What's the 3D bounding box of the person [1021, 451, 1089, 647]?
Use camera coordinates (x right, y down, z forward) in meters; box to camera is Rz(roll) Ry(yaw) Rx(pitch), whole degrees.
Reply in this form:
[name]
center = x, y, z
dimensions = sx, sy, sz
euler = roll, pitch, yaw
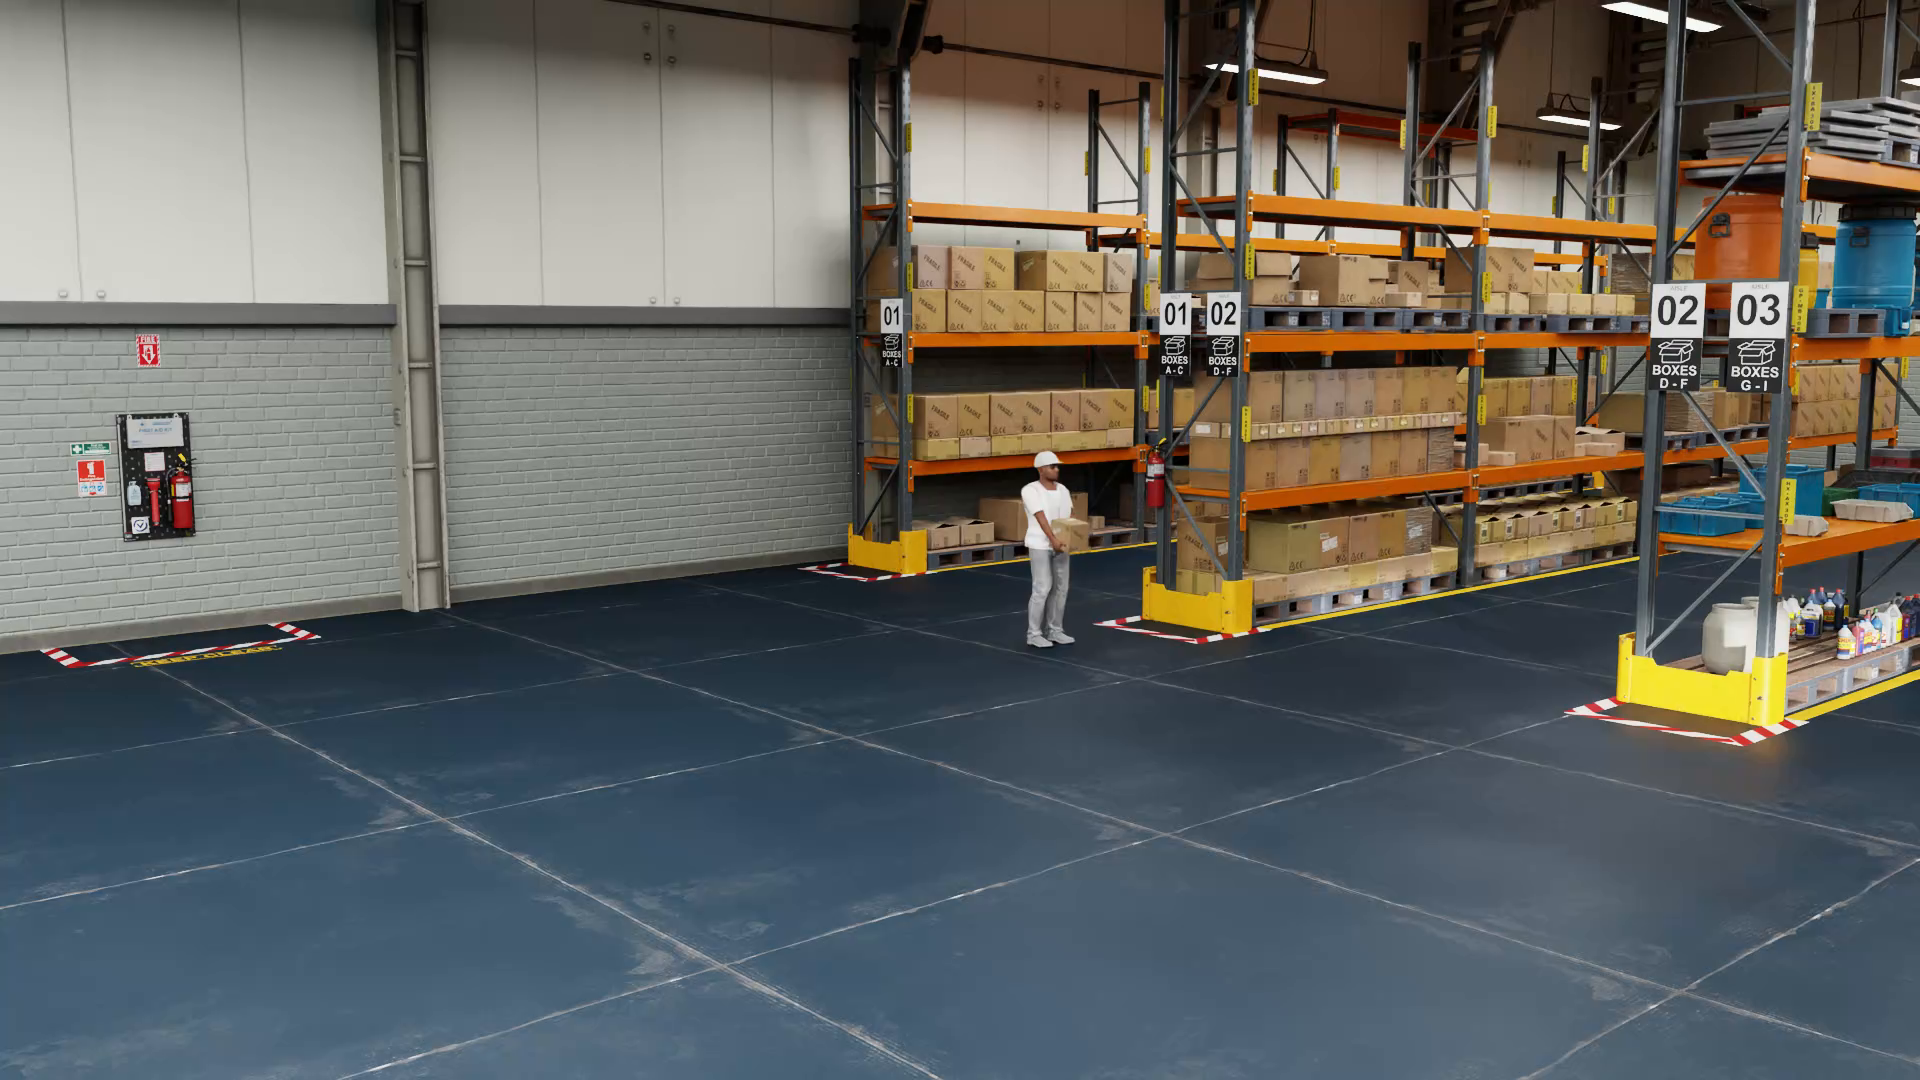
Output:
[person]
center = 0.877, 0.085, 15.051
dimensions = 0.504, 1.760, 0.583
euler = -6, 10, -40
